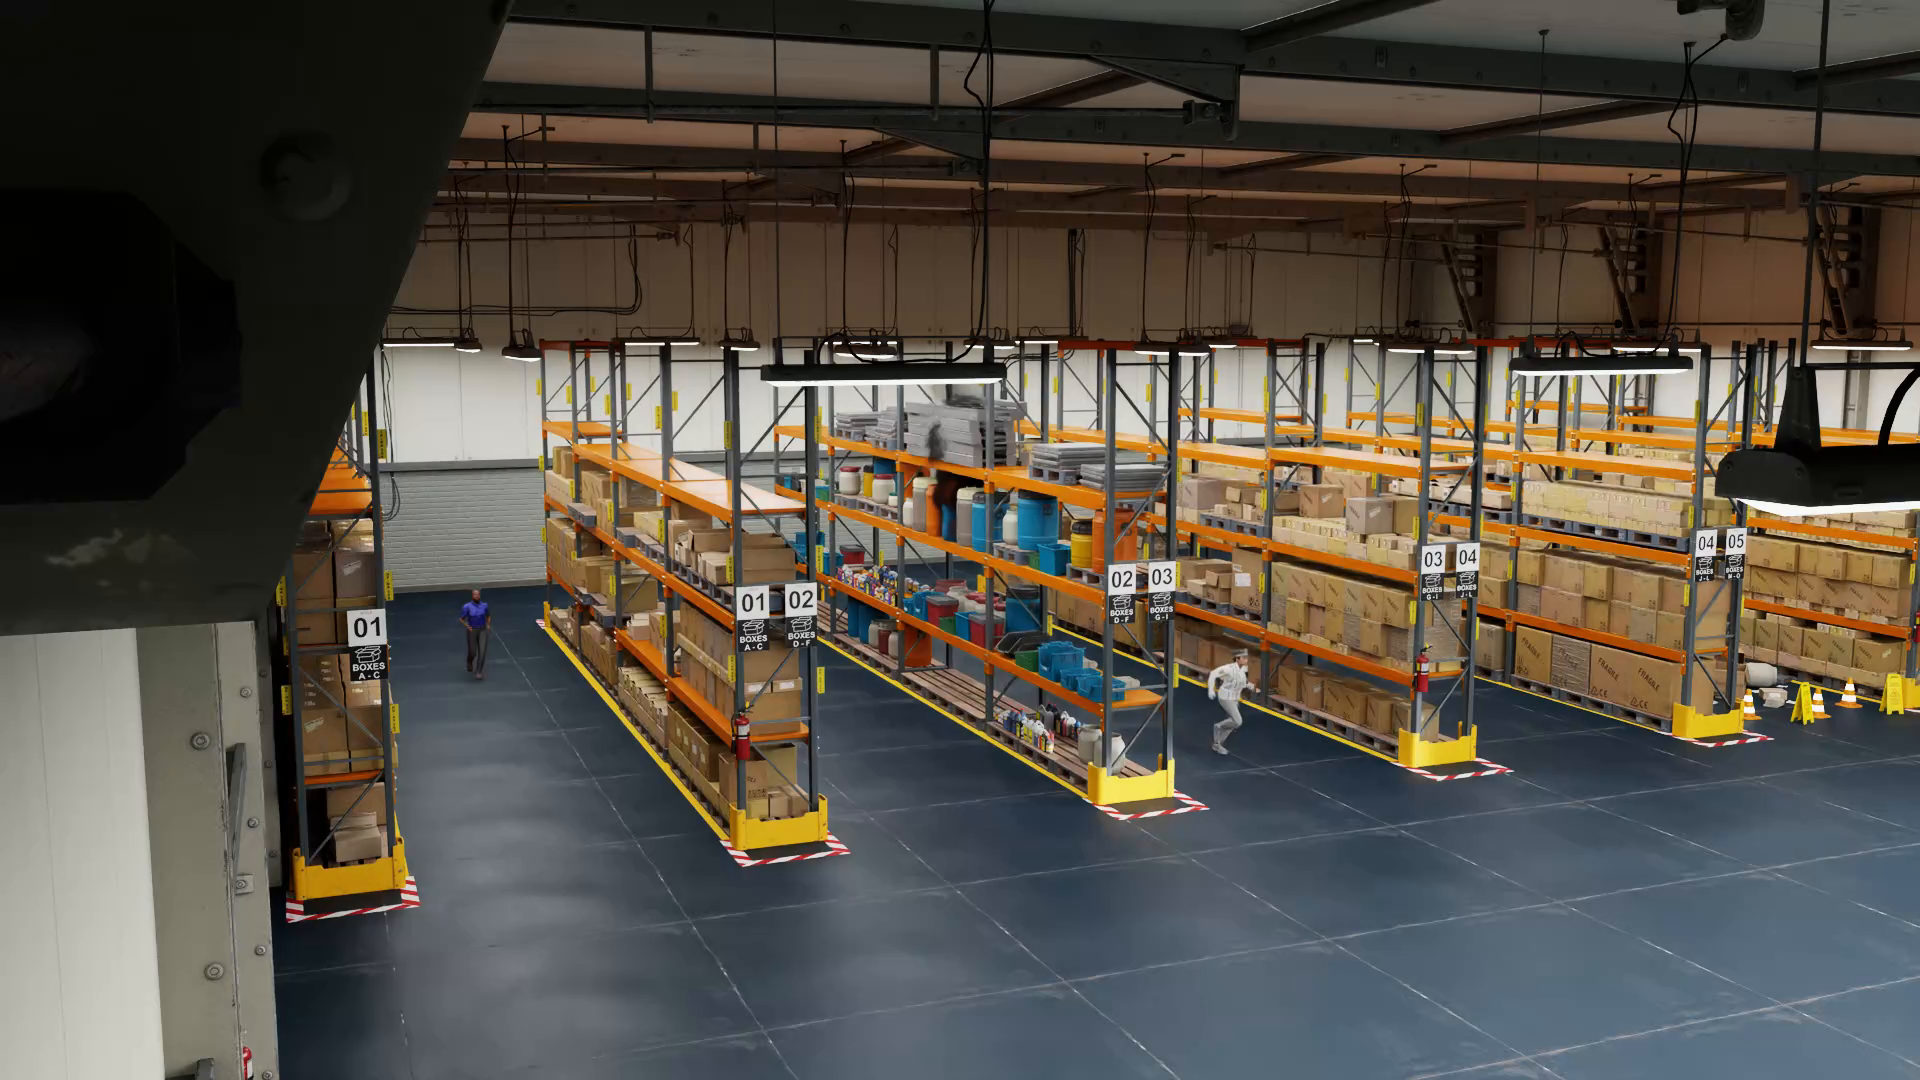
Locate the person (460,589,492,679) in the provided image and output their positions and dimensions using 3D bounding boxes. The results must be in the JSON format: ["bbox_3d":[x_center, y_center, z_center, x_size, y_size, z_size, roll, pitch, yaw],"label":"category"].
[{"bbox_3d":[-8.628,1.674,29.727,0.556,1.609,0.549,-4,9,-30],"label":"person"}]

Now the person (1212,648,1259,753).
[{"bbox_3d":[4.050,2.359,24.433,0.755,1.610,0.600,7,10,43],"label":"person"}]
